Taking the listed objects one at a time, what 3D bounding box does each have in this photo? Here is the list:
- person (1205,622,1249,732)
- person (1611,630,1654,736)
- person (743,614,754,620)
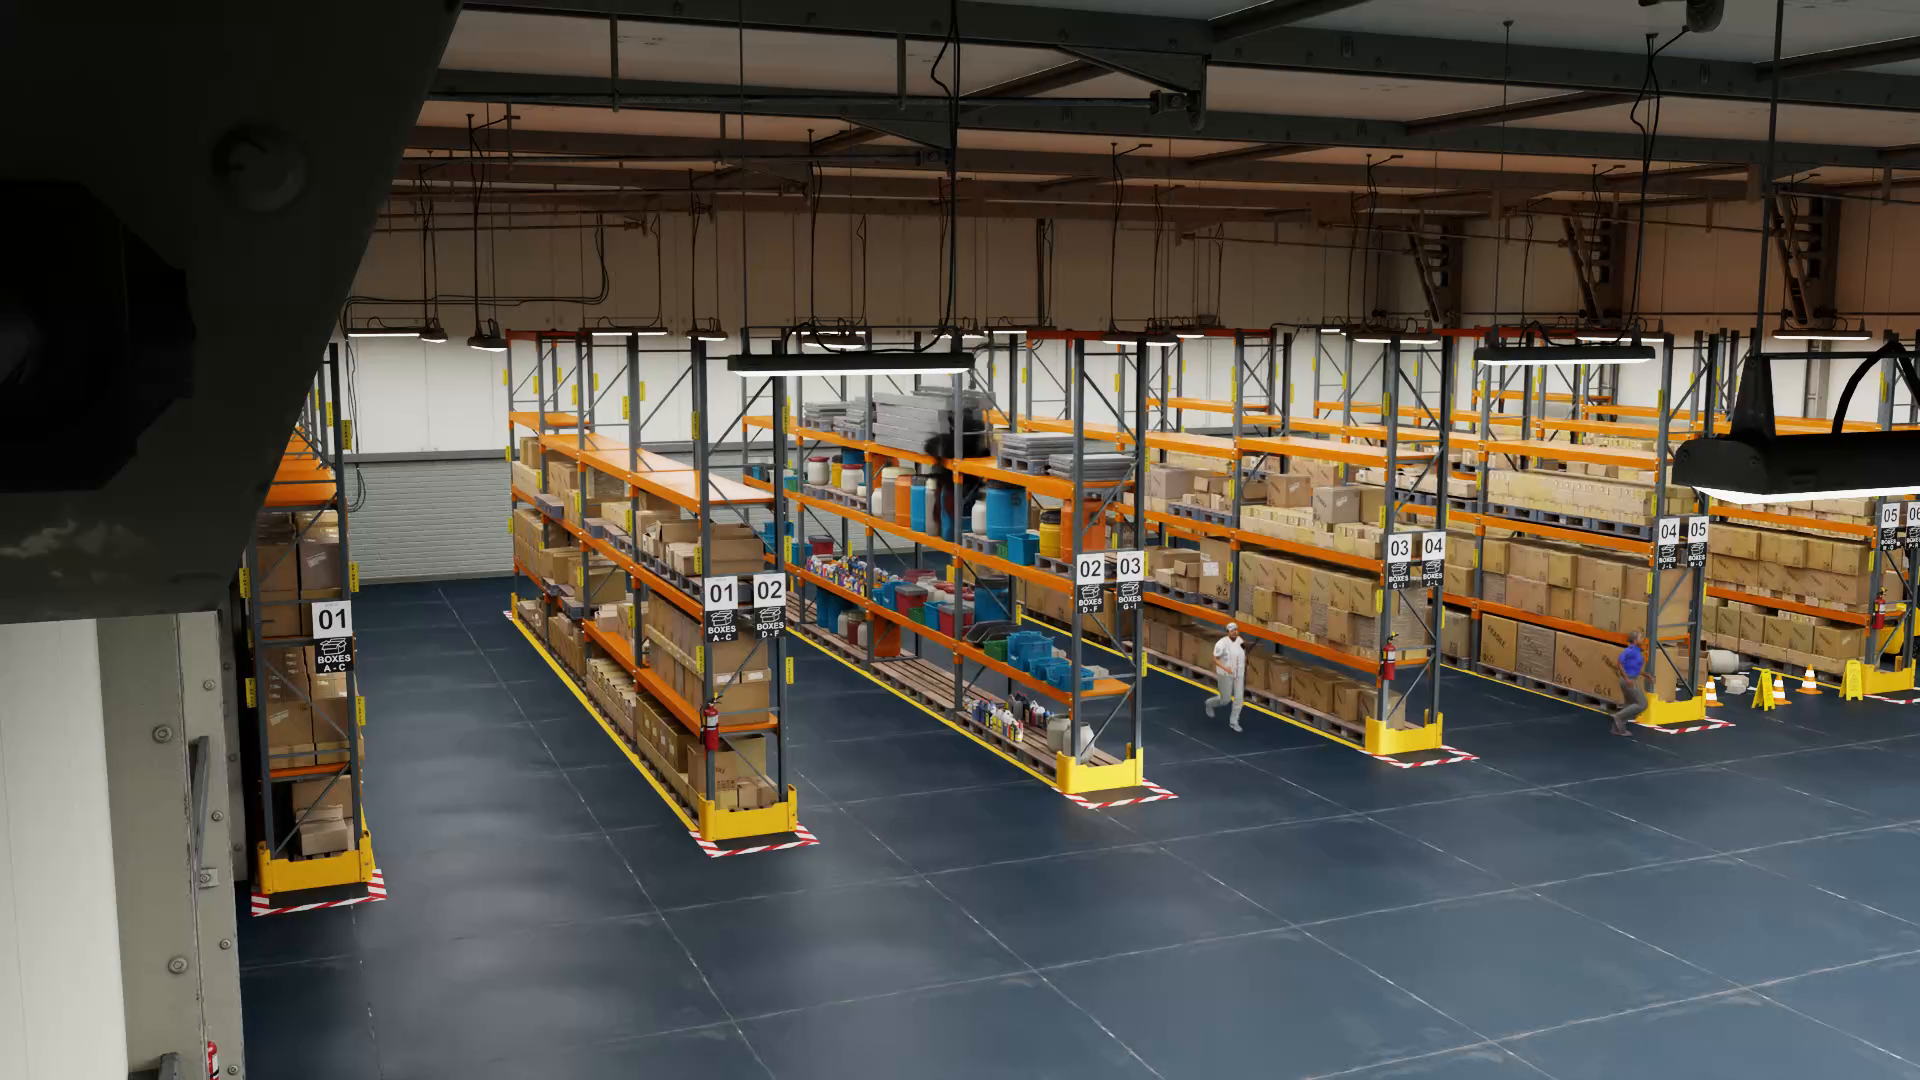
[{"bbox_3d":[4.141,2.069,25.549,0.613,1.662,0.753,-3,8,-22],"label":"person"},{"bbox_3d":[10.132,2.152,25.021,0.546,1.593,0.559,4,9,30],"label":"person"},{"bbox_3d":[-3.822,1.593,28.373,0.665,1.796,0.925,-4,9,-26],"label":"person"}]
